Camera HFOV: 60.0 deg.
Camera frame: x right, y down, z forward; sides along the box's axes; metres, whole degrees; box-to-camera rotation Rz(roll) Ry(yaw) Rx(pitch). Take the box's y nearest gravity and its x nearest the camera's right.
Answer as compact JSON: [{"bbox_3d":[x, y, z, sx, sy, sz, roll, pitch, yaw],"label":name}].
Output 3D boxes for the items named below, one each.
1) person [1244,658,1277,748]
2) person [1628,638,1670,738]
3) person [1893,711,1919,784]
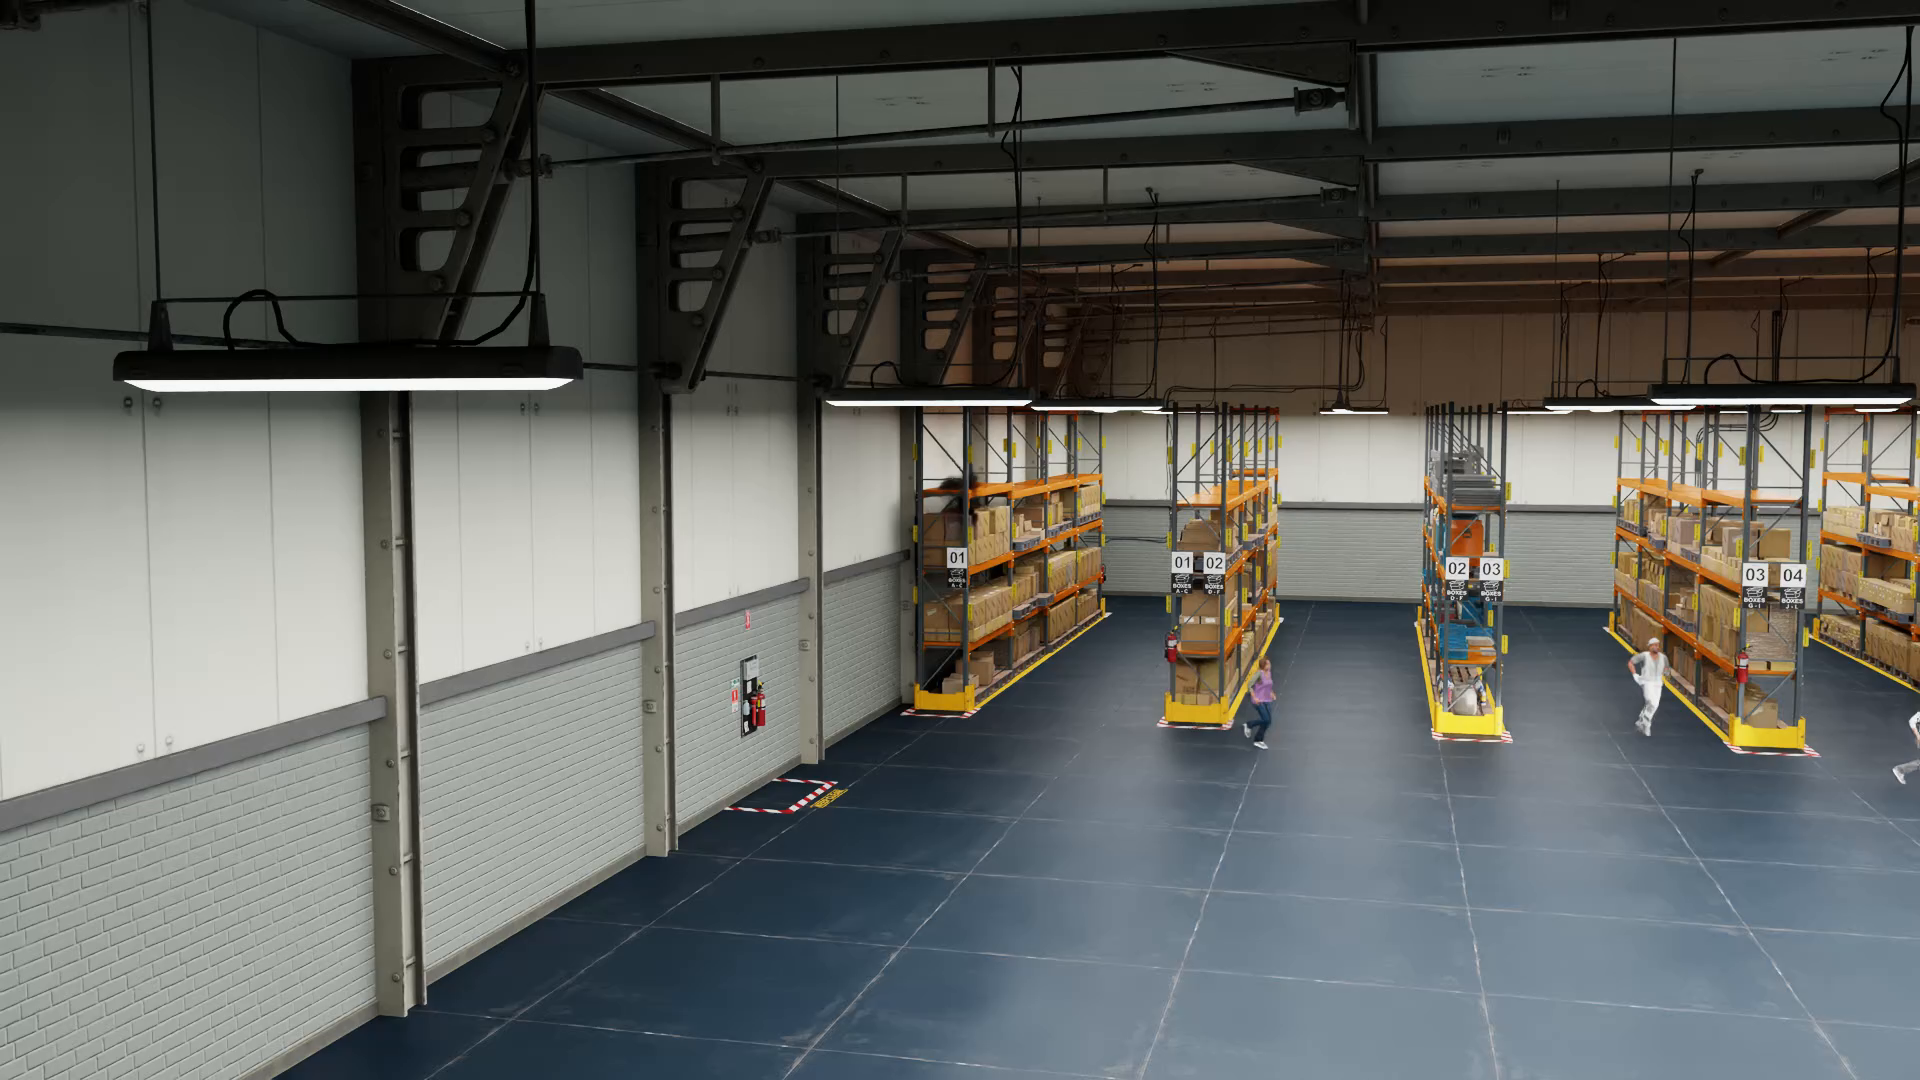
[{"bbox_3d":[5.219,2.820,28.934,0.536,1.559,0.554,4,6,43],"label":"person"},{"bbox_3d":[12.408,2.635,29.841,0.640,1.782,0.761,-1,4,-11],"label":"person"},{"bbox_3d":[14.571,3.079,25.107,0.558,1.589,0.902,-3,5,-37],"label":"person"}]
